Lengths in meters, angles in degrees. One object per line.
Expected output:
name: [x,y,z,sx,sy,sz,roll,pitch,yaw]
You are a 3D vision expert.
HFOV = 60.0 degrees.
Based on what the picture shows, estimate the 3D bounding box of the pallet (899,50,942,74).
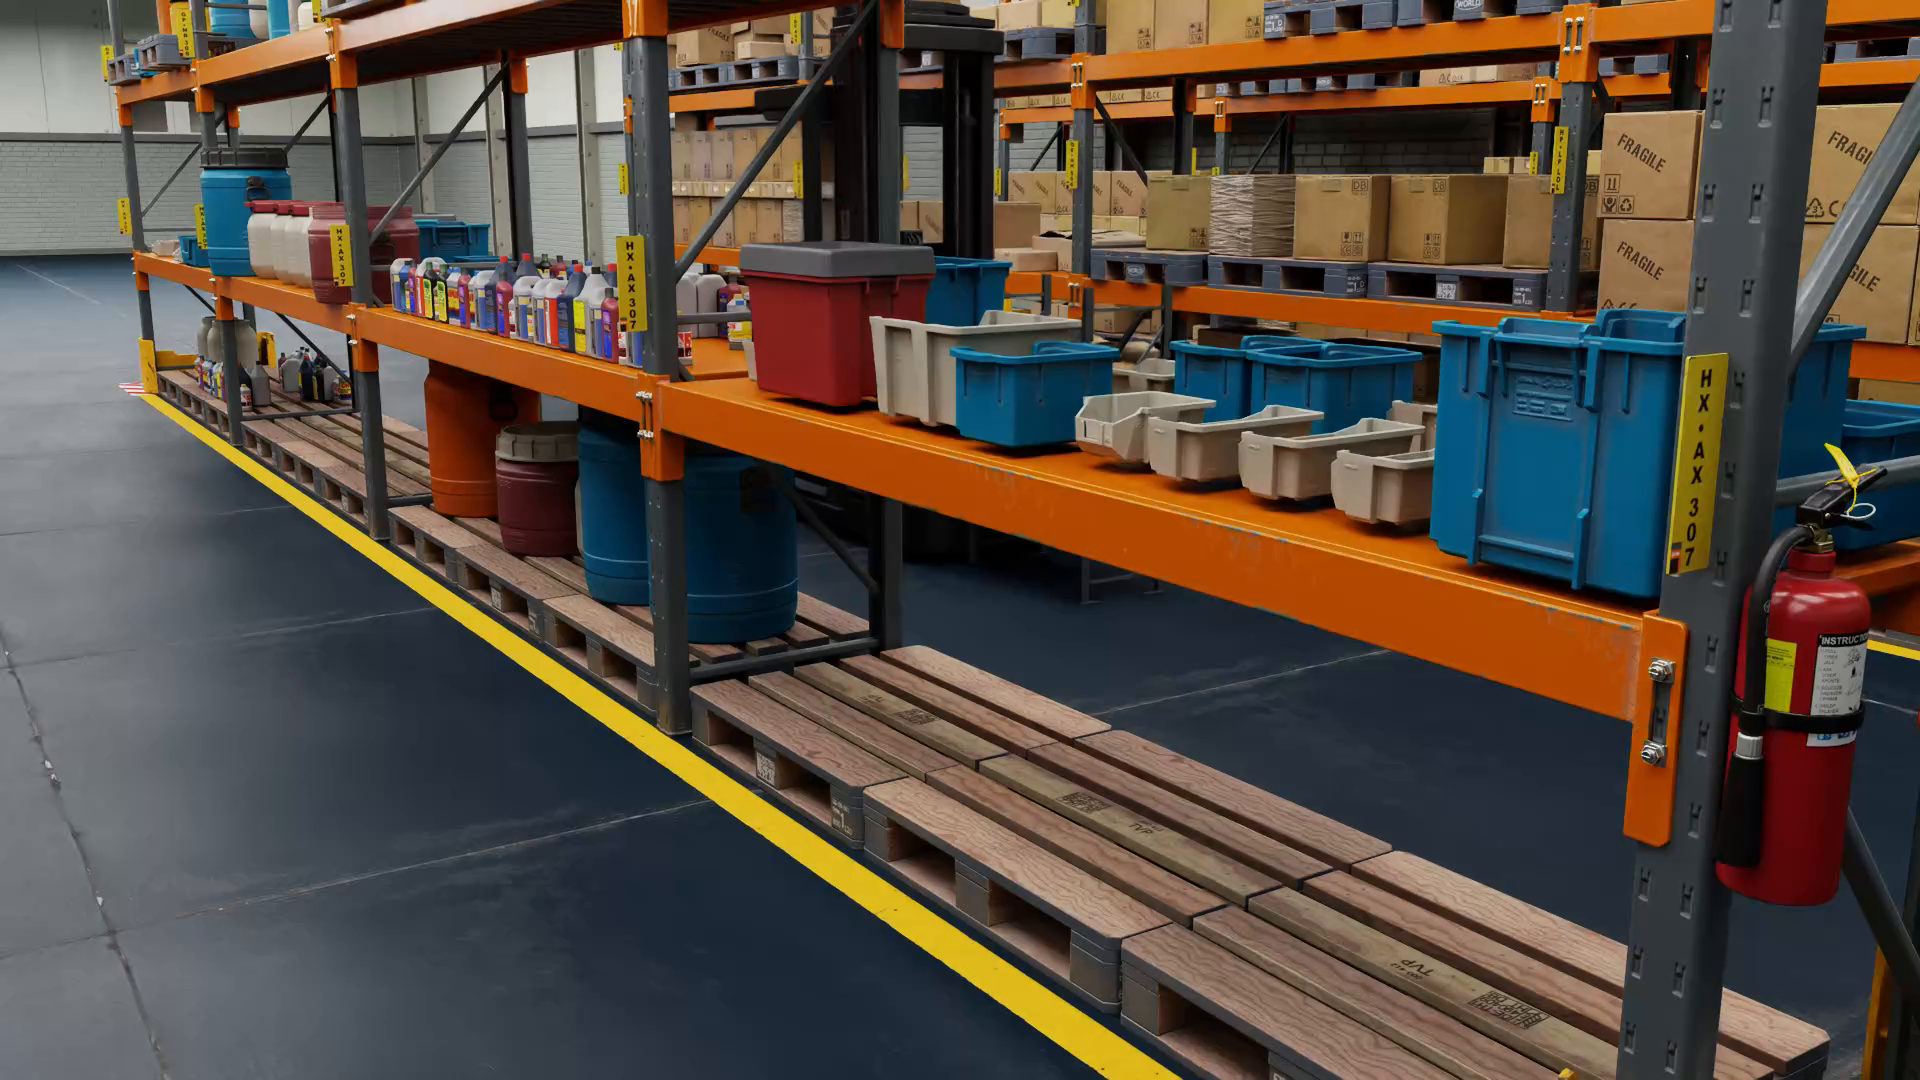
pallet: [0.165,-3.790,13.094,1.003,0.211,1.213,-7,14,-30]

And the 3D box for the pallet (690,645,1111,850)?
pallet: [-0.232,0.677,5.773,1.003,0.211,1.213,-8,15,-33]

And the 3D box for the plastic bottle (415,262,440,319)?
plastic bottle: [-2.661,-1.265,8.415,0.152,0.276,0.135,-8,15,-33]

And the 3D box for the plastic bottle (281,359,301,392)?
plastic bottle: [-5.655,-1.399,14.082,0.152,0.276,0.135,-8,15,-33]

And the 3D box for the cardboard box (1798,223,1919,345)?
cardboard box: [4.071,-1.143,7.335,0.500,0.500,0.500,-8,15,-33]

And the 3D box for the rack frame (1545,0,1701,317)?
rack frame: [3.454,-1.397,8.730,1.000,3.000,0.127,-8,15,-33]

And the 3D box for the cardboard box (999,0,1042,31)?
cardboard box: [0.634,-3.871,12.389,0.500,0.250,0.500,-8,14,-31]

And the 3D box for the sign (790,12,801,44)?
sign: [-1.439,-4.511,14.550,0.100,0.325,0.005,-8,15,-33]

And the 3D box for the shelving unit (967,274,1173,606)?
shelving unit: [0.521,-0.541,8.326,0.538,1.500,1.048,-7,14,-30]

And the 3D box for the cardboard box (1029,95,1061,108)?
cardboard box: [1.172,-5.454,19.977,0.500,0.500,0.500,-7,14,-29]

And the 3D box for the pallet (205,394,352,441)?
pallet: [-5.441,-0.997,13.425,1.003,0.211,1.213,-8,15,-33]

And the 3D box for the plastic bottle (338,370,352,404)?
plastic bottle: [-4.916,-1.225,13.299,0.097,0.271,0.097,0,12,0]

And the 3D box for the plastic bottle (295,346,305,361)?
plastic bottle: [-5.649,-1.490,14.326,0.144,0.351,0.185,-7,14,-30]

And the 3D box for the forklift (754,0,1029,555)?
forklift: [-0.526,-1.618,9.898,1.130,2.935,3.031,-7,14,-30]

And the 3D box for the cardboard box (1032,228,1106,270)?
cardboard box: [0.904,-2.247,12.825,0.500,0.311,0.500,-8,15,-33]

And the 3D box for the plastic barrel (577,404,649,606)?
plastic barrel: [-1.351,-0.216,7.259,0.600,0.901,0.708,-8,15,-33]

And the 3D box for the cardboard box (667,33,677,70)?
cardboard box: [-2.880,-5.218,17.628,0.797,0.503,0.637,-7,14,-29]

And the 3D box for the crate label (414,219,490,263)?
crate label: [-3.213,-1.749,10.256,0.502,0.435,0.616,-8,15,-33]

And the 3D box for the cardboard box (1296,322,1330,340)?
cardboard box: [3.893,-2.186,17.158,0.700,0.500,0.500,-8,15,-34]

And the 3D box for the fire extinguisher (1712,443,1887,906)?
fire extinguisher: [1.250,0.200,2.479,0.296,0.674,0.183,-8,15,-33]

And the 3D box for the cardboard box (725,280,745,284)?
cardboard box: [-2.254,-2.371,16.880,0.500,0.500,0.500,-8,15,-33]

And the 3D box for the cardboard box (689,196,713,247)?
cardboard box: [-2.381,-3.314,17.261,0.700,0.500,0.500,-8,15,-32]

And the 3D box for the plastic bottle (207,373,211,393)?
plastic bottle: [-6.275,-1.338,13.979,0.097,0.201,0.097,0,12,0]

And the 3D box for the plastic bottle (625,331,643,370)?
plastic bottle: [-1.159,-0.783,6.211,0.152,0.276,0.135,-8,15,-33]

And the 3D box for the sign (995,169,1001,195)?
sign: [0.476,-4.477,20.787,0.100,0.325,0.005,-8,15,-33]

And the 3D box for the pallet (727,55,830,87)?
pallet: [-1.472,-4.391,15.605,1.003,0.211,1.213,-8,15,-33]

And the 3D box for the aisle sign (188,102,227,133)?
aisle sign: [-7.113,-4.264,15.753,0.394,0.787,0.004,-8,15,-33]

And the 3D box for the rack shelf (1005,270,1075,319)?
rack shelf: [0.130,-2.113,13.687,1.077,0.370,4.000,-8,15,-33]

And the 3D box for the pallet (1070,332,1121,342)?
pallet: [1.390,-2.594,20.730,1.003,0.211,1.213,-8,15,-33]

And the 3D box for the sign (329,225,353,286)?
sign: [-3.342,-1.536,8.984,0.100,0.325,0.005,-8,15,-33]

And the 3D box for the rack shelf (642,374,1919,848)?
rack shelf: [0.437,-0.105,4.502,1.077,0.370,4.000,-8,15,-33]

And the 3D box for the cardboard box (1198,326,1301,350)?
cardboard box: [1.986,-1.321,11.446,0.500,0.250,0.500,-7,14,-31]

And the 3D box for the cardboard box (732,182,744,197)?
cardboard box: [-2.009,-3.435,16.295,0.380,0.149,0.250,-8,14,-31]

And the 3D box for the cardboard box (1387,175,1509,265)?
cardboard box: [2.944,-1.877,9.706,0.700,0.500,0.500,-6,14,-24]

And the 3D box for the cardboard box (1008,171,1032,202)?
cardboard box: [0.942,-4.301,20.556,0.500,0.500,0.500,-8,15,-33]

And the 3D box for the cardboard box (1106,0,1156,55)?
cardboard box: [1.508,-3.549,11.316,0.910,0.500,0.500,-8,15,-33]

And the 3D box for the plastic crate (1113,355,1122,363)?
plastic crate: [0.172,-0.539,5.310,0.437,0.125,0.590,-8,15,-33]

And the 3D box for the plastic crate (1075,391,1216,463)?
plastic crate: [0.439,-0.275,4.074,0.298,0.136,0.250,-8,15,-33]

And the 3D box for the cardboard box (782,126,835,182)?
cardboard box: [-1.229,-3.581,15.444,0.700,0.500,0.500,-8,15,-32]

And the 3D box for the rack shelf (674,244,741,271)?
rack shelf: [-2.086,-2.824,16.940,1.077,0.370,4.000,-8,15,-33]

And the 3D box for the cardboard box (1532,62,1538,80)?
cardboard box: [5.152,-4.375,15.044,0.500,0.500,0.500,-8,15,-33]

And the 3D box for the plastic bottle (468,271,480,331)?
plastic bottle: [-2.236,-1.116,7.744,0.097,0.271,0.097,0,12,0]

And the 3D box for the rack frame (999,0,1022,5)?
rack frame: [0.927,-7.049,20.533,1.000,3.000,0.127,-8,15,-33]

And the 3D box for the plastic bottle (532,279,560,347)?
plastic bottle: [-1.715,-0.962,7.028,0.152,0.276,0.135,-8,15,-33]

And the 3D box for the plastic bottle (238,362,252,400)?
plastic bottle: [-5.701,-1.236,13.162,0.144,0.351,0.185,-9,15,-34]

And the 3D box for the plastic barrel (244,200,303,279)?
plastic barrel: [-4.756,-2.105,11.647,0.433,0.535,0.433,0,12,0]

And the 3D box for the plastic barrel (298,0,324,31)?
plastic barrel: [-3.787,-3.119,9.907,0.301,0.262,0.301,0,12,0]

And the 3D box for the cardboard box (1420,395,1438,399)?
cardboard box: [3.084,-0.600,9.903,0.500,0.500,0.500,-8,15,-32]

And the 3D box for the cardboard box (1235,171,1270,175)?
cardboard box: [3.057,-3.818,18.350,0.500,0.500,0.500,-9,15,-34]

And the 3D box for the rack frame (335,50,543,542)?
rack frame: [-2.888,-1.523,9.305,1.000,3.000,0.127,-8,15,-33]

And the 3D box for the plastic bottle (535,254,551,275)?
plastic bottle: [-2.308,-1.445,9.220,0.061,0.283,0.133,-8,15,-33]
